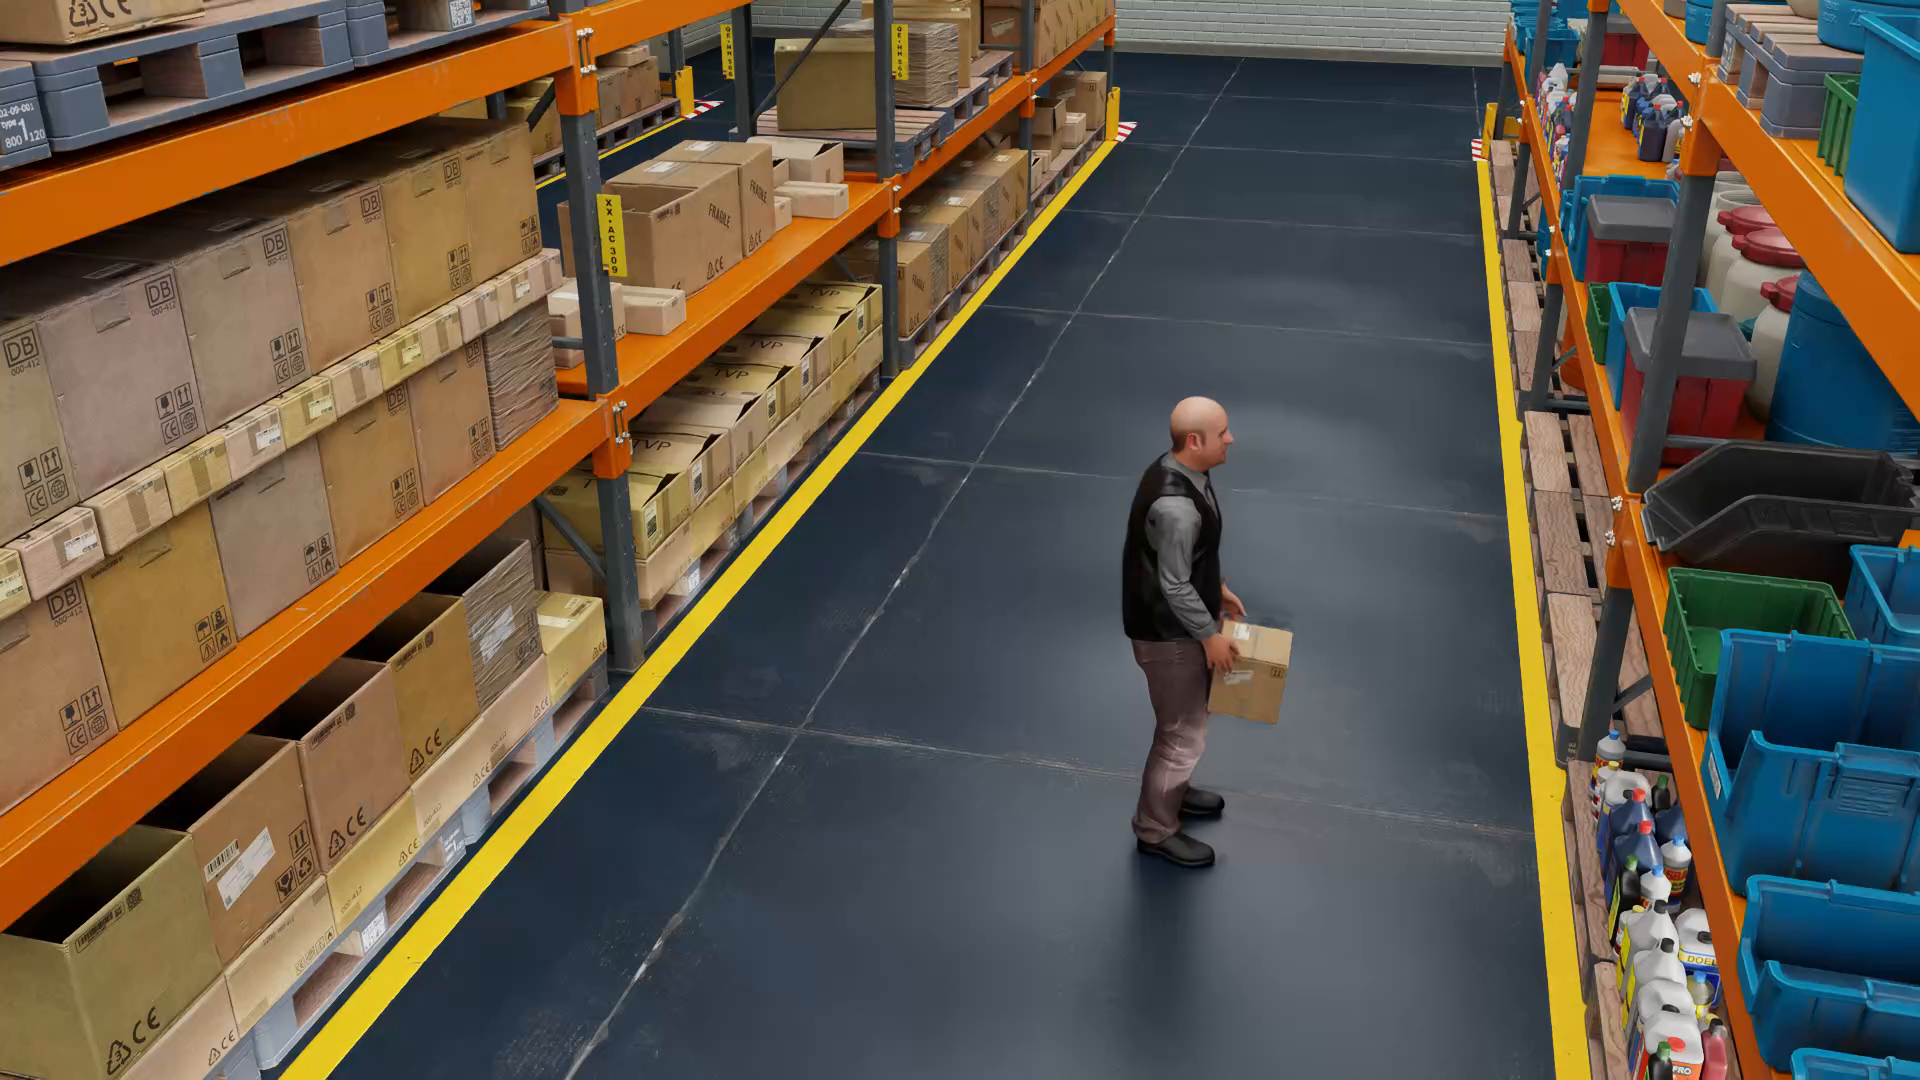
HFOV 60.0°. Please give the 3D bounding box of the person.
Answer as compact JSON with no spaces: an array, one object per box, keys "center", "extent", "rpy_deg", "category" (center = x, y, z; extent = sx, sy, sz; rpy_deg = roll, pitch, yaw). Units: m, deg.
[{"center":[0.796,0.305,5.980],"extent":[0.446,1.727,0.551],"rpy_deg":[6,26,12],"category":"person"}]
